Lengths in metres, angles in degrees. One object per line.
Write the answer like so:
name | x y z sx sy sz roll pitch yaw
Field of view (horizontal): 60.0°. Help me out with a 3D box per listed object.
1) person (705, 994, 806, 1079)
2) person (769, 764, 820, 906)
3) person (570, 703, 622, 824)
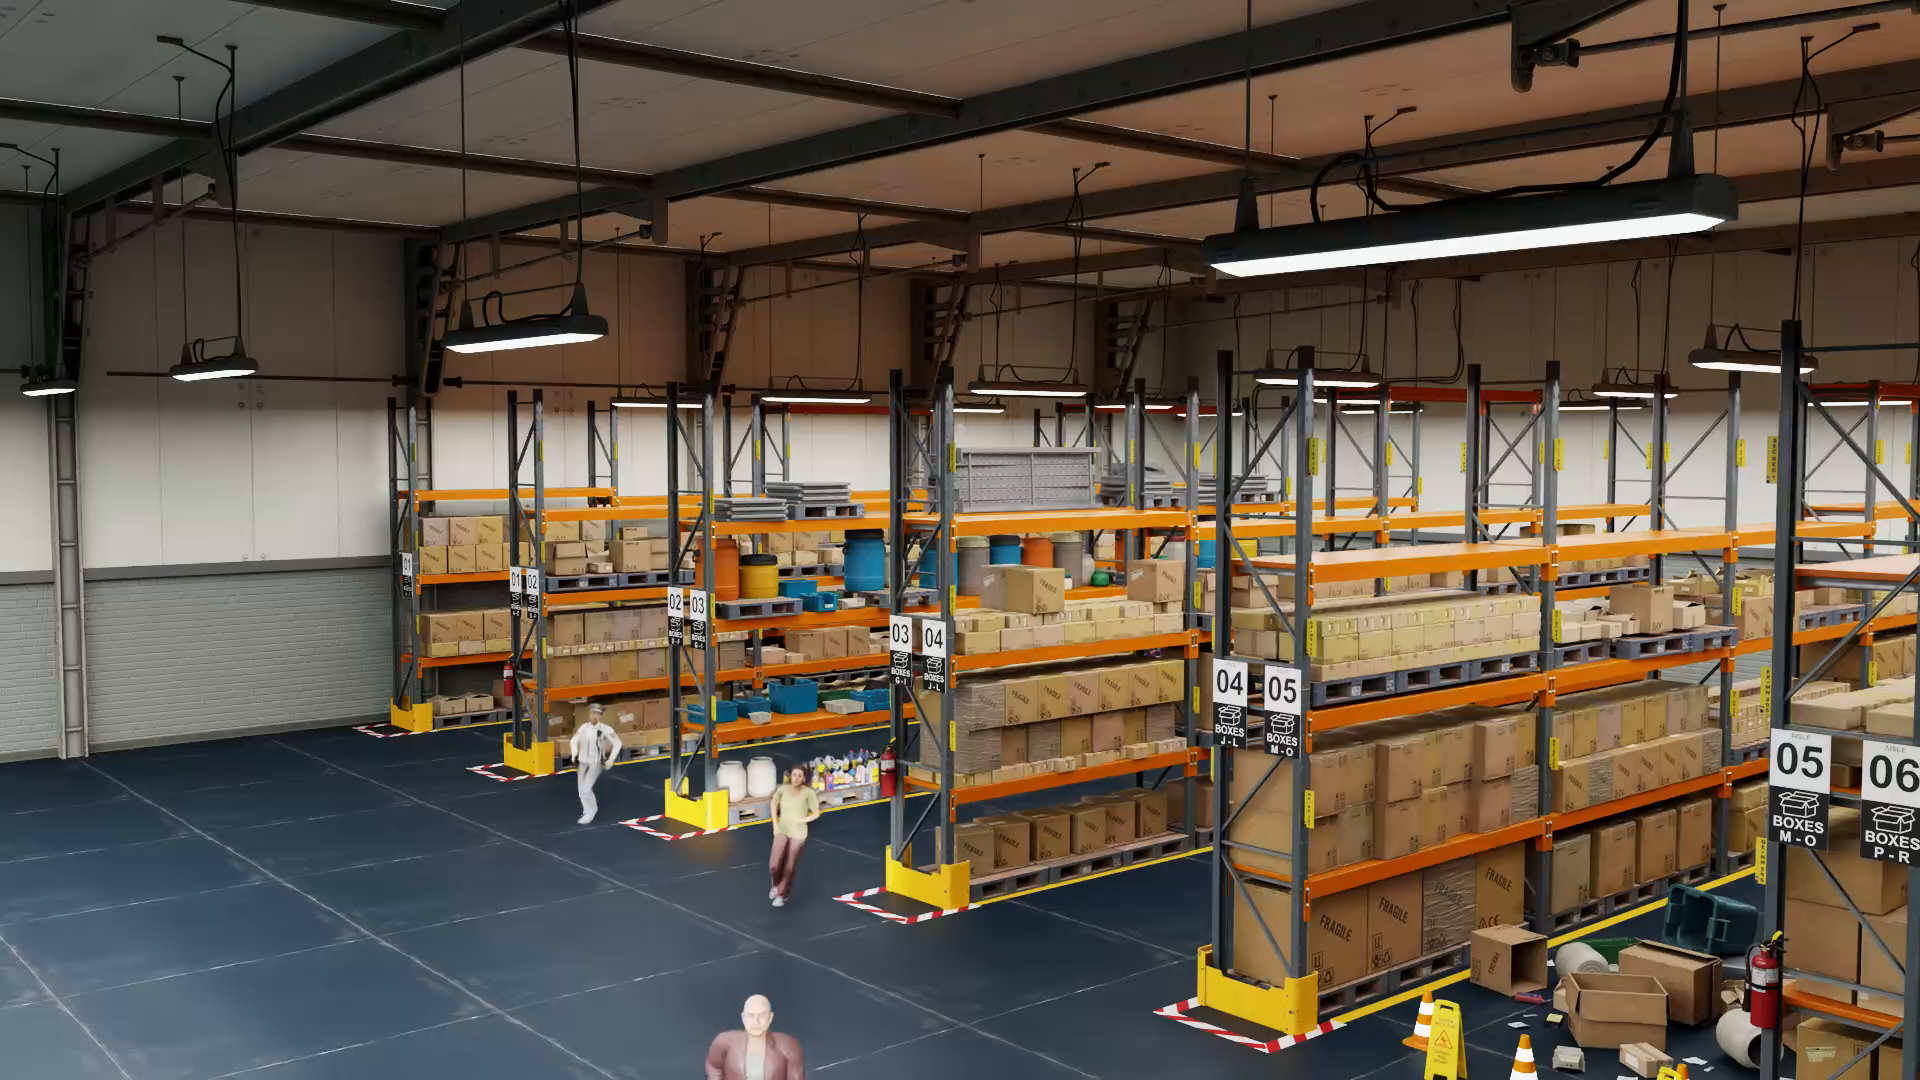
person | -1.279 3.684 10.391 0.634 1.723 0.793 0 3 -7
person | -1.854 3.284 18.495 0.597 1.615 0.532 0 3 5
person | -4.963 3.025 22.448 0.688 1.651 0.541 1 3 16
